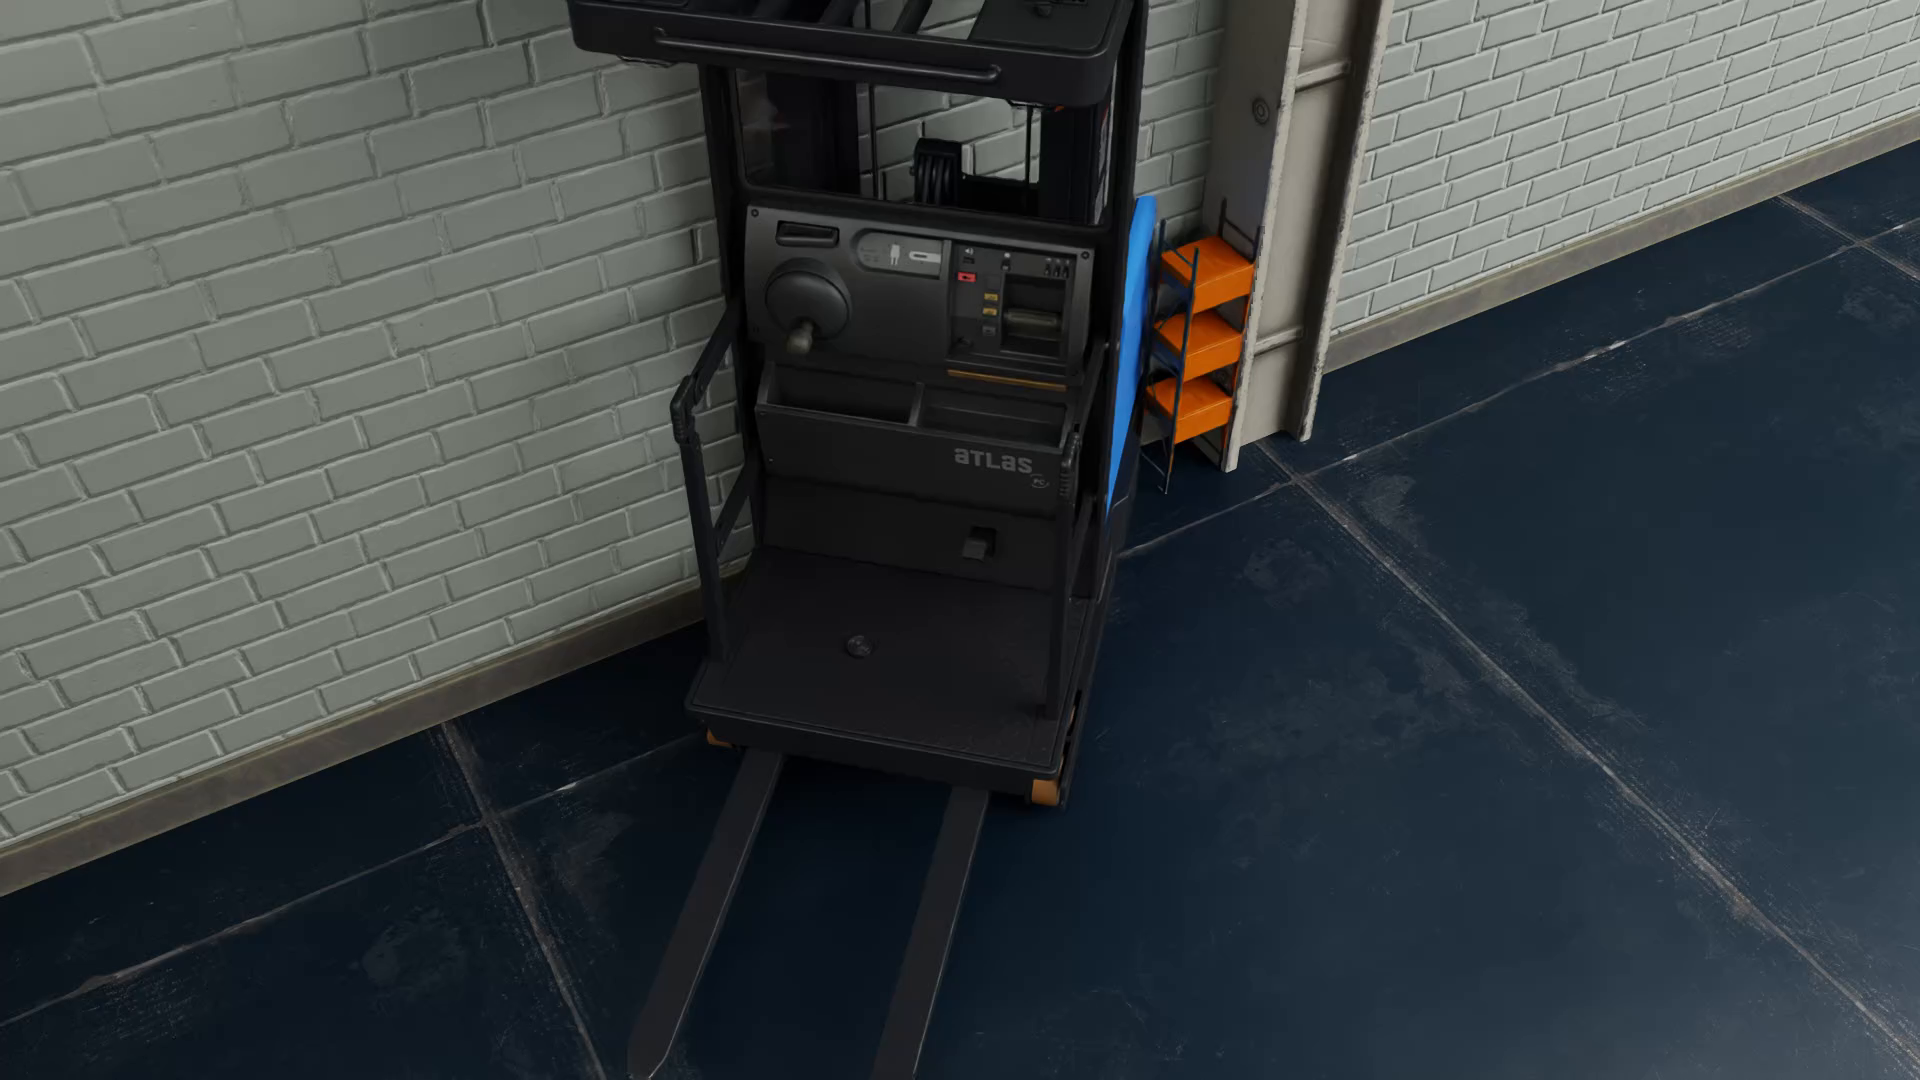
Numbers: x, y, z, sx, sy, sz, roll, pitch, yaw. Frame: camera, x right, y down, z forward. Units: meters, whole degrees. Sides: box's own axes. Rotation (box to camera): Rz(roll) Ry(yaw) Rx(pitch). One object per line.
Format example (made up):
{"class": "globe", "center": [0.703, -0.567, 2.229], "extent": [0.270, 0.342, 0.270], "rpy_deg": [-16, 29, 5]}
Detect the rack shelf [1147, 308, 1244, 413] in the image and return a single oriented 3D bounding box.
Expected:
{"class": "rack shelf", "center": [0.792, -0.627, 5.655], "extent": [0.240, 0.259, 0.215], "rpy_deg": [-22, 50, -21]}

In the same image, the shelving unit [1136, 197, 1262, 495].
{"class": "shelving unit", "center": [0.792, -0.635, 5.648], "extent": [0.252, 1.050, 0.215], "rpy_deg": [-22, 50, -21]}

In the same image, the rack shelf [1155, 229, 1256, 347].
{"class": "rack shelf", "center": [0.795, -0.827, 5.454], "extent": [0.240, 0.259, 0.215], "rpy_deg": [-22, 50, -21]}

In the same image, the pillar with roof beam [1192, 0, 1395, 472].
{"class": "pillar with roof beam", "center": [3.196, -1.033, 0.353], "extent": [0.400, 9.000, 9.100], "rpy_deg": [-22, 48, -21]}

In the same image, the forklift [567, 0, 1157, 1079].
{"class": "forklift", "center": [-0.160, -0.557, 4.220], "extent": [1.130, 2.935, 3.031], "rpy_deg": [9, 45, 9]}

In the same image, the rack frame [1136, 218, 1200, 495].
{"class": "rack frame", "center": [0.687, -0.592, 5.603], "extent": [0.008, 1.050, 0.200], "rpy_deg": [-22, 50, -21]}

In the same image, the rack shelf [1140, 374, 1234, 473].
{"class": "rack shelf", "center": [0.789, -0.432, 5.853], "extent": [0.240, 0.259, 0.215], "rpy_deg": [-22, 50, -21]}

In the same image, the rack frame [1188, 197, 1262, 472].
{"class": "rack frame", "center": [0.897, -0.678, 5.692], "extent": [0.008, 1.050, 0.200], "rpy_deg": [-22, 50, -21]}
